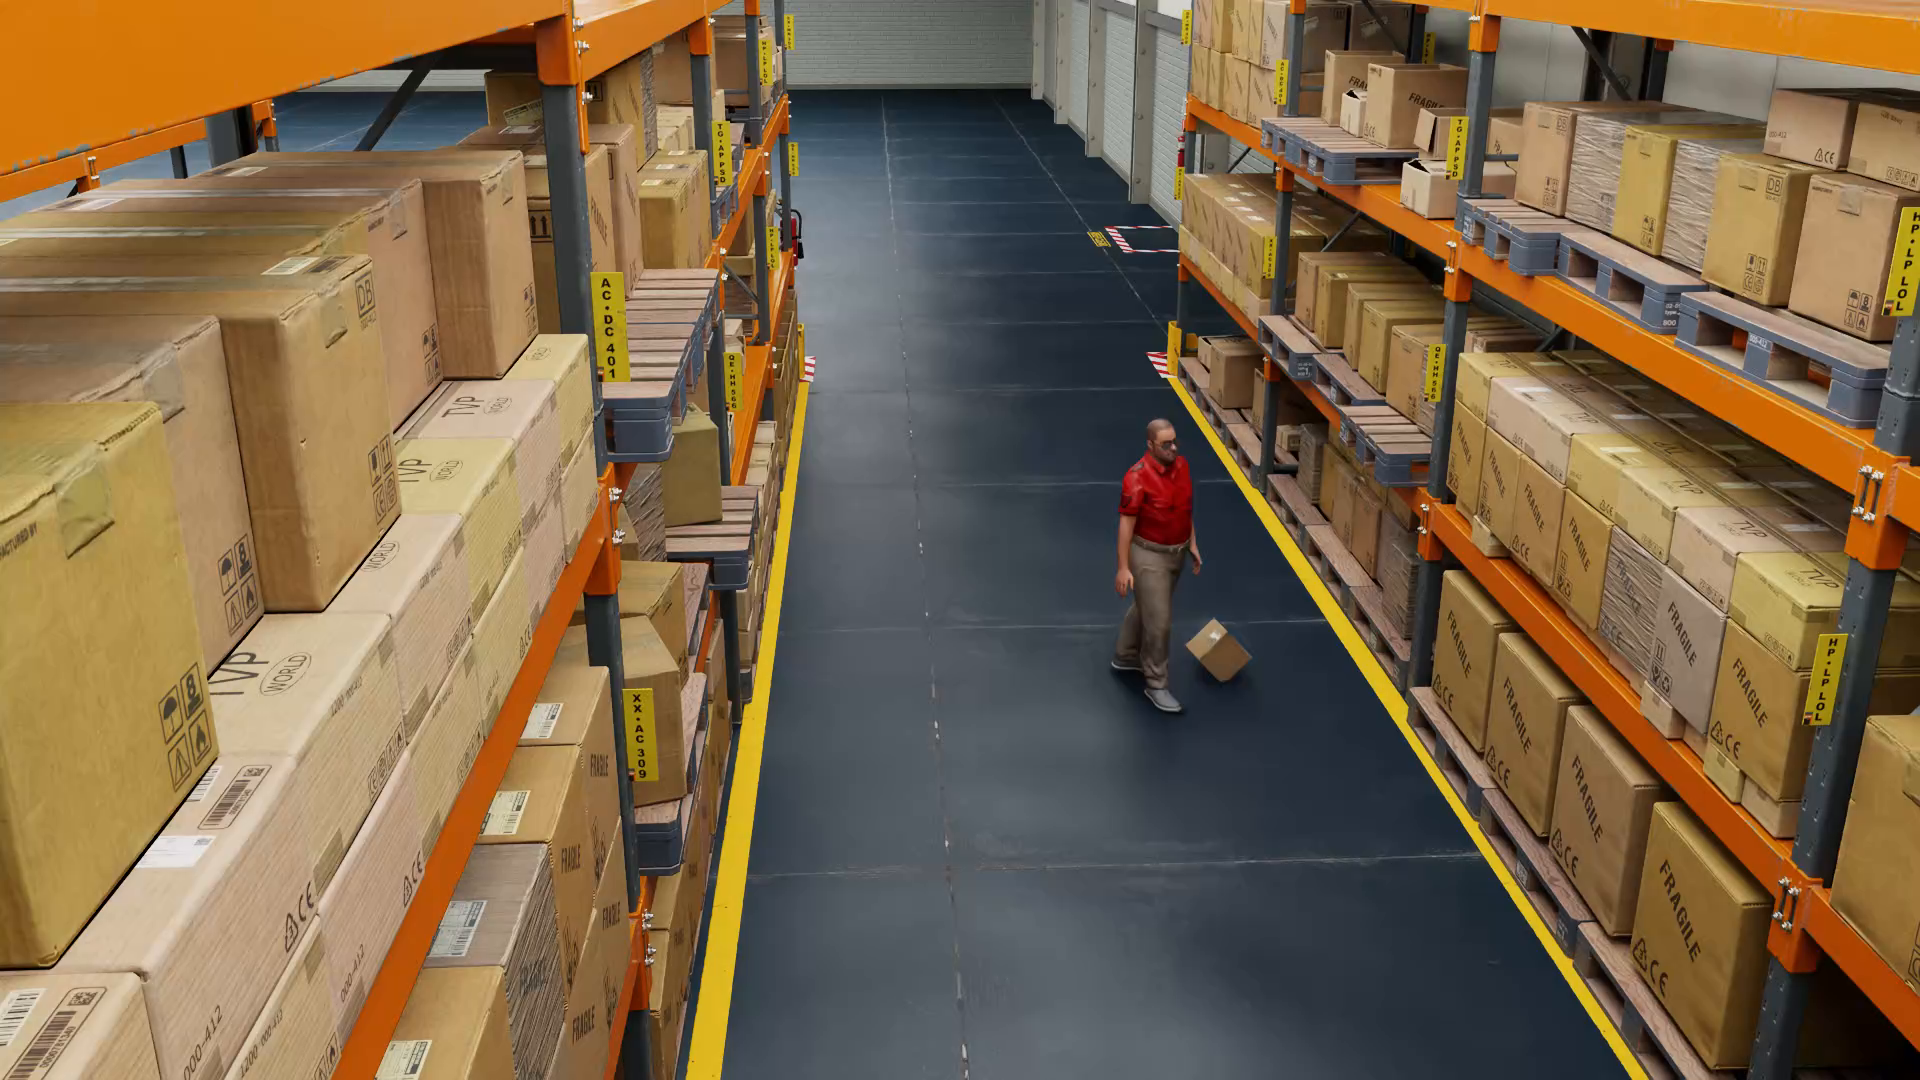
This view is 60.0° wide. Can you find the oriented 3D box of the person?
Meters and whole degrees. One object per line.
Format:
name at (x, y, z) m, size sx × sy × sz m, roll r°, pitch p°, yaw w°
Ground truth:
person at (1.142, 0.109, 9.813) m, size 0.654 × 1.718 × 0.630 m, roll 17°, pitch 26°, yaw 38°
